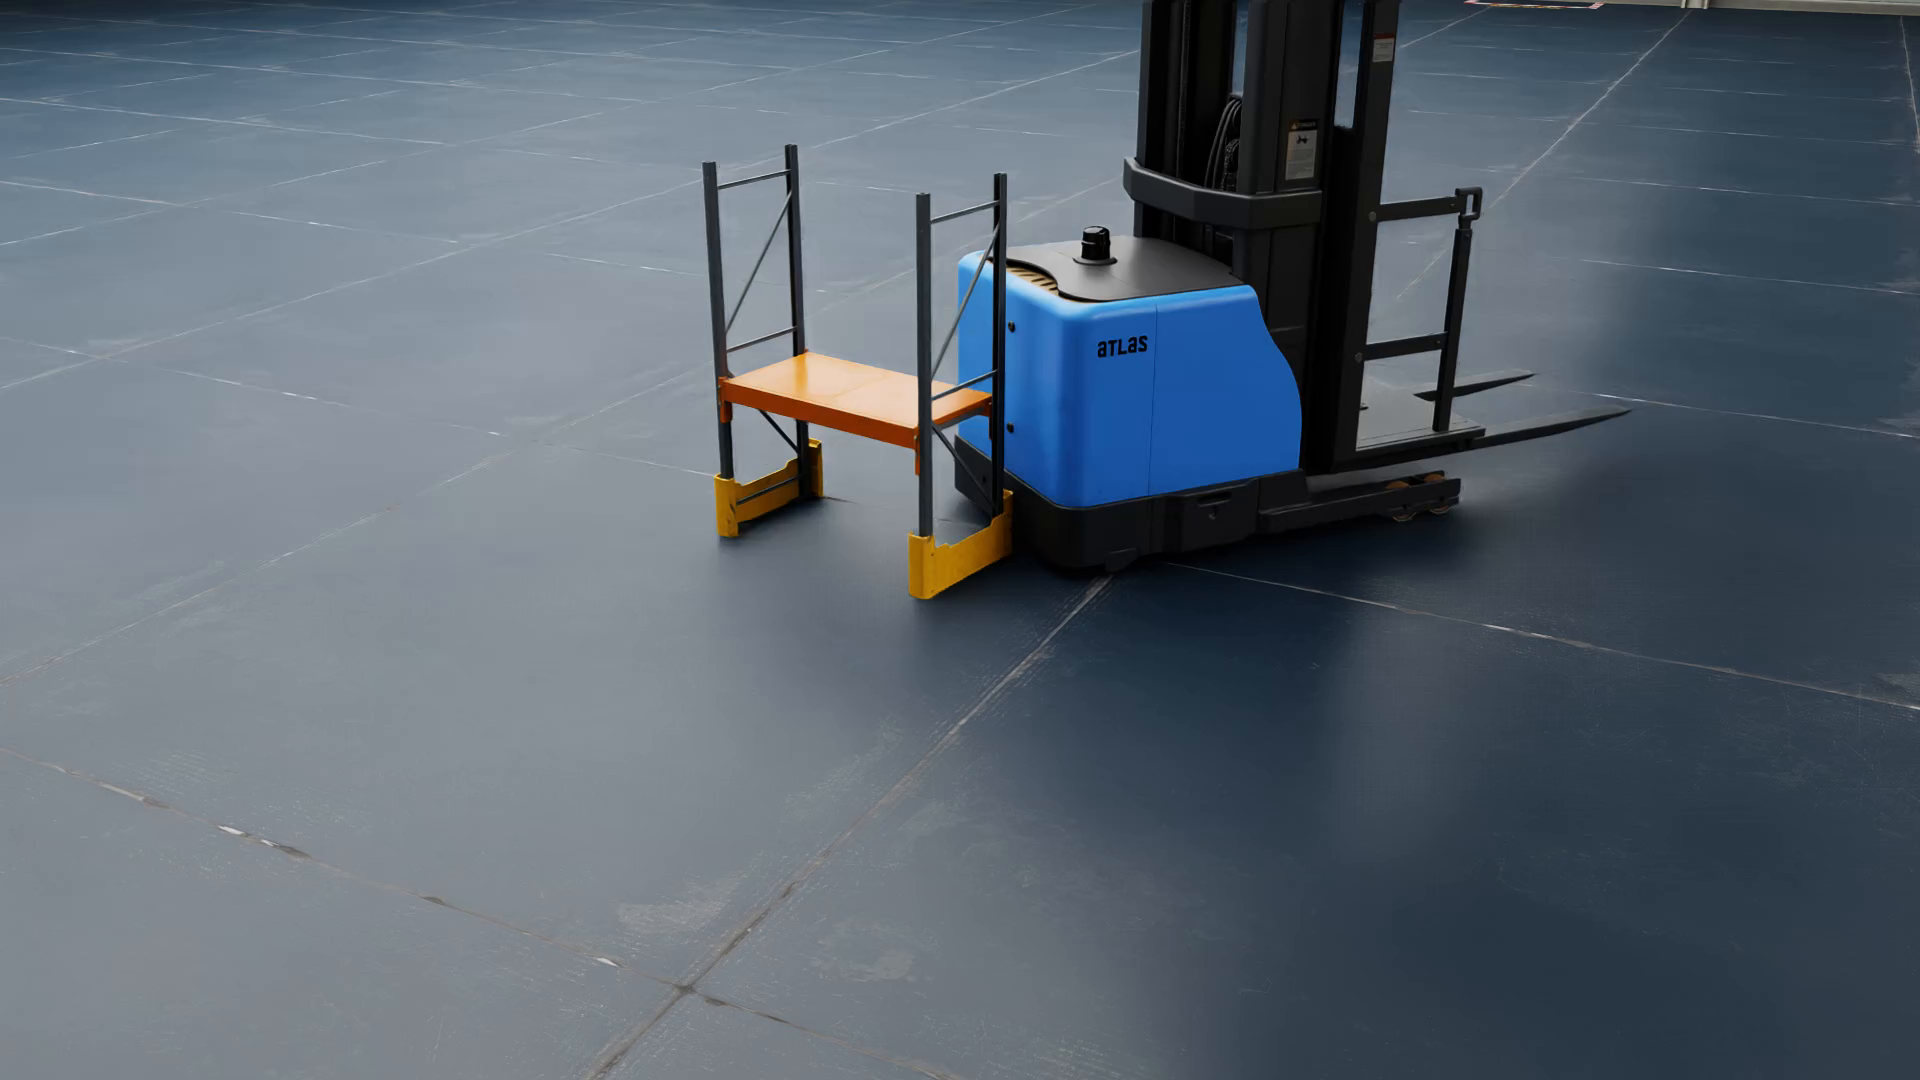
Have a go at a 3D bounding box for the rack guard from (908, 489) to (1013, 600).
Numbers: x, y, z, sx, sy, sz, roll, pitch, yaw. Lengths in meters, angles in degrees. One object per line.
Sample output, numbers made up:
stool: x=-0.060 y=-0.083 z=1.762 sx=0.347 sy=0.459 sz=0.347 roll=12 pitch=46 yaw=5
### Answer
rack guard: x=0.009 y=0.010 z=6.388 sx=0.087 sy=0.250 sz=0.587 roll=16 pitch=28 yaw=33

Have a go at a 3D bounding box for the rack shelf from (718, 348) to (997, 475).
rack shelf: x=-0.397 y=-0.518 z=6.492 sx=1.000 sy=0.185 sz=0.538 roll=16 pitch=28 yaw=33

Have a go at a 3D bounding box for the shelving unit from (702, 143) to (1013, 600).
shelving unit: x=6.616 y=0.517 z=3.215 sx=16.400 sy=1.800 sz=3.486 roll=16 pitch=28 yaw=33

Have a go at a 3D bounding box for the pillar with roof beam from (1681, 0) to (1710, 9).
pillar with roof beam: x=10.102 y=-11.368 z=21.964 sx=0.400 sy=9.000 sz=9.100 roll=11 pitch=25 yaw=25

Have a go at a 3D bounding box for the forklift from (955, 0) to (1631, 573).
forklift: x=1.536 y=-1.600 z=6.749 sx=3.031 sy=2.935 sz=1.130 roll=-10 pitch=25 yaw=-23

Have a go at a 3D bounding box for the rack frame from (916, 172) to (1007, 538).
rack frame: x=0.010 y=-0.565 z=6.142 sx=0.032 sy=1.500 sz=0.500 roll=16 pitch=28 yaw=33

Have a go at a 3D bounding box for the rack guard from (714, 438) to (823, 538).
rack guard: x=-0.789 y=-0.223 z=6.936 sx=0.087 sy=0.250 sz=0.587 roll=16 pitch=28 yaw=33

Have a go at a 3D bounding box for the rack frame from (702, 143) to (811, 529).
rack frame: x=6.632 y=0.511 z=3.229 sx=16.391 sy=1.800 sz=3.443 roll=16 pitch=28 yaw=33
